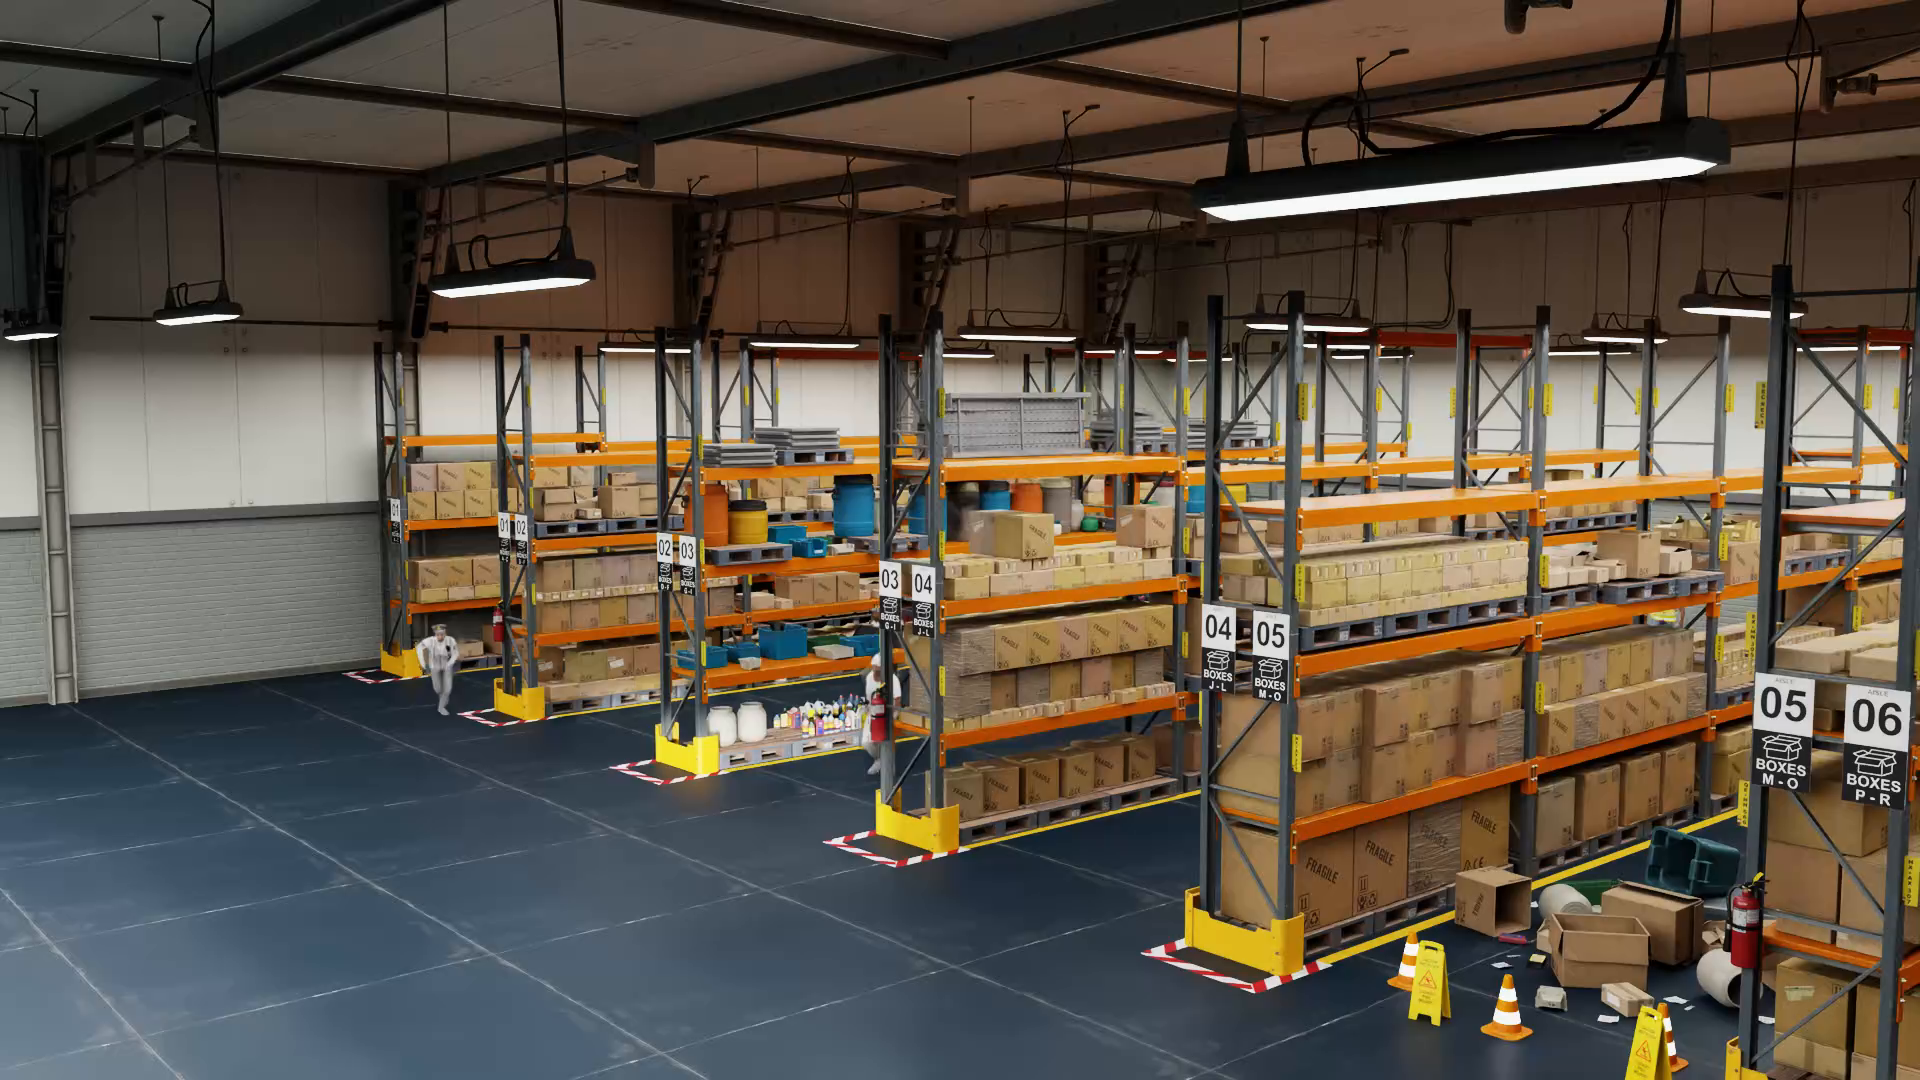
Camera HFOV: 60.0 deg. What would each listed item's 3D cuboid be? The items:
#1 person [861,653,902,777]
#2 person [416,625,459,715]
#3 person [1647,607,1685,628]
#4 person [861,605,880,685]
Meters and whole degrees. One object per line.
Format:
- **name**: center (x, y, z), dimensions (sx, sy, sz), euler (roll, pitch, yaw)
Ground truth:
- **person**: center (-1.043, 2.316, 21.797), dimensions (0.696, 1.697, 0.802), euler (3, 6, 30)
- **person**: center (-8.236, 2.047, 26.242), dimensions (0.644, 1.488, 0.767), euler (-2, 5, -17)
- **person**: center (13.080, 1.497, 30.920), dimensions (0.728, 1.727, 0.626), euler (2, 6, 23)
- **person**: center (-1.284, 1.897, 26.959), dimensions (0.716, 1.702, 0.609), euler (-4, 7, -40)
